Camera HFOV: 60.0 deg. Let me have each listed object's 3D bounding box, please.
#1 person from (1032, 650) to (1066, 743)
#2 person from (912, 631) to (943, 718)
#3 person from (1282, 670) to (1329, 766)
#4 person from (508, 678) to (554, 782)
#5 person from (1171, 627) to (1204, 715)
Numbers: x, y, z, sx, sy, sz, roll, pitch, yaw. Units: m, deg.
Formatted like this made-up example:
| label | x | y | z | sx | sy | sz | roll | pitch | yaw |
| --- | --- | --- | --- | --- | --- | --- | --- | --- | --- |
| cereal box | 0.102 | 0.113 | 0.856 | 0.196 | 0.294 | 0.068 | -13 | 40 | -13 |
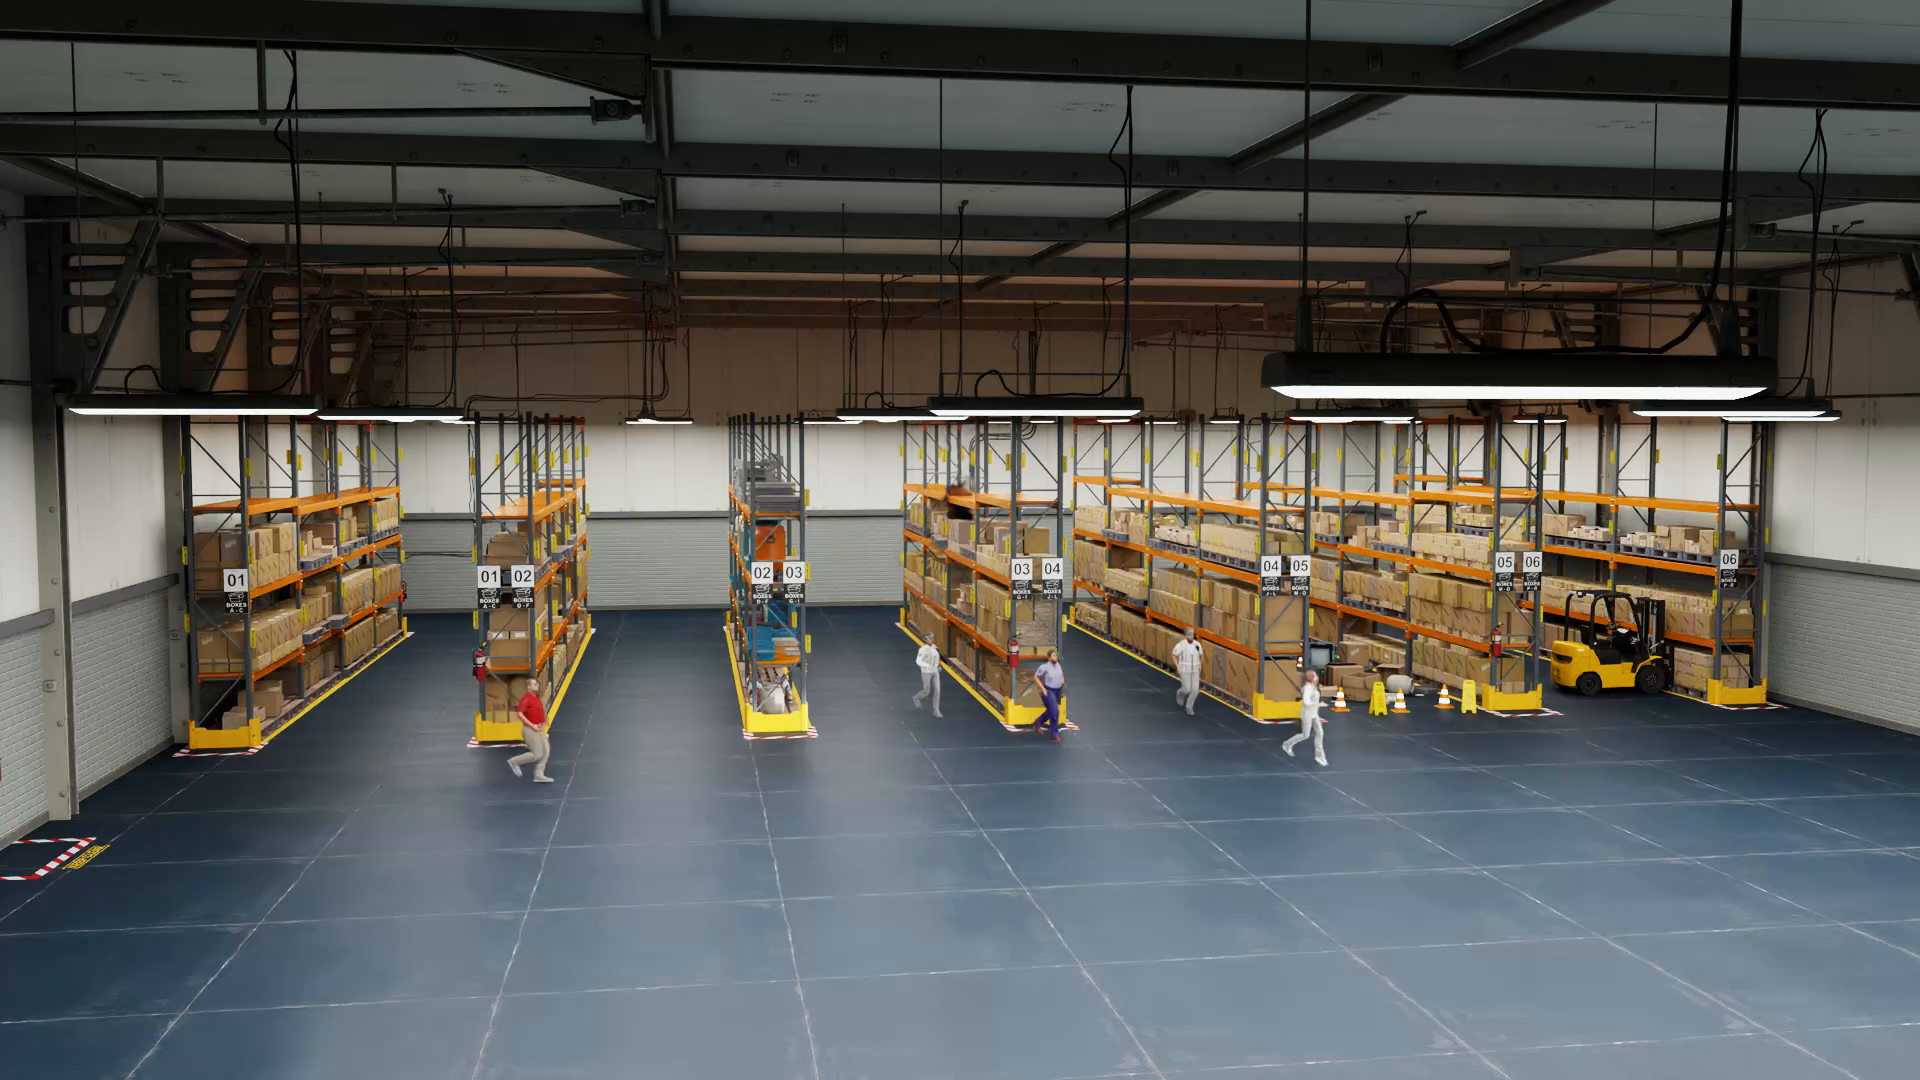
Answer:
| label | x | y | z | sx | sy | sz | roll | pitch | yaw |
| --- | --- | --- | --- | --- | --- | --- | --- | --- | --- |
| person | 1.637 | 2.837 | 30.427 | 0.794 | 1.686 | 0.603 | 4 | 5 | 42 |
| person | -0.597 | 2.648 | 32.965 | 0.617 | 1.700 | 0.822 | -3 | 5 | -37 |
| person | 5.883 | 3.017 | 28.269 | 0.826 | 1.641 | 0.569 | 2 | 4 | 26 |
| person | -6.891 | 3.061 | 26.725 | 0.706 | 1.681 | 0.680 | 0 | 4 | 3 |
| person | 4.582 | 2.600 | 33.314 | 0.667 | 1.744 | 0.599 | -1 | 4 | -12 |
